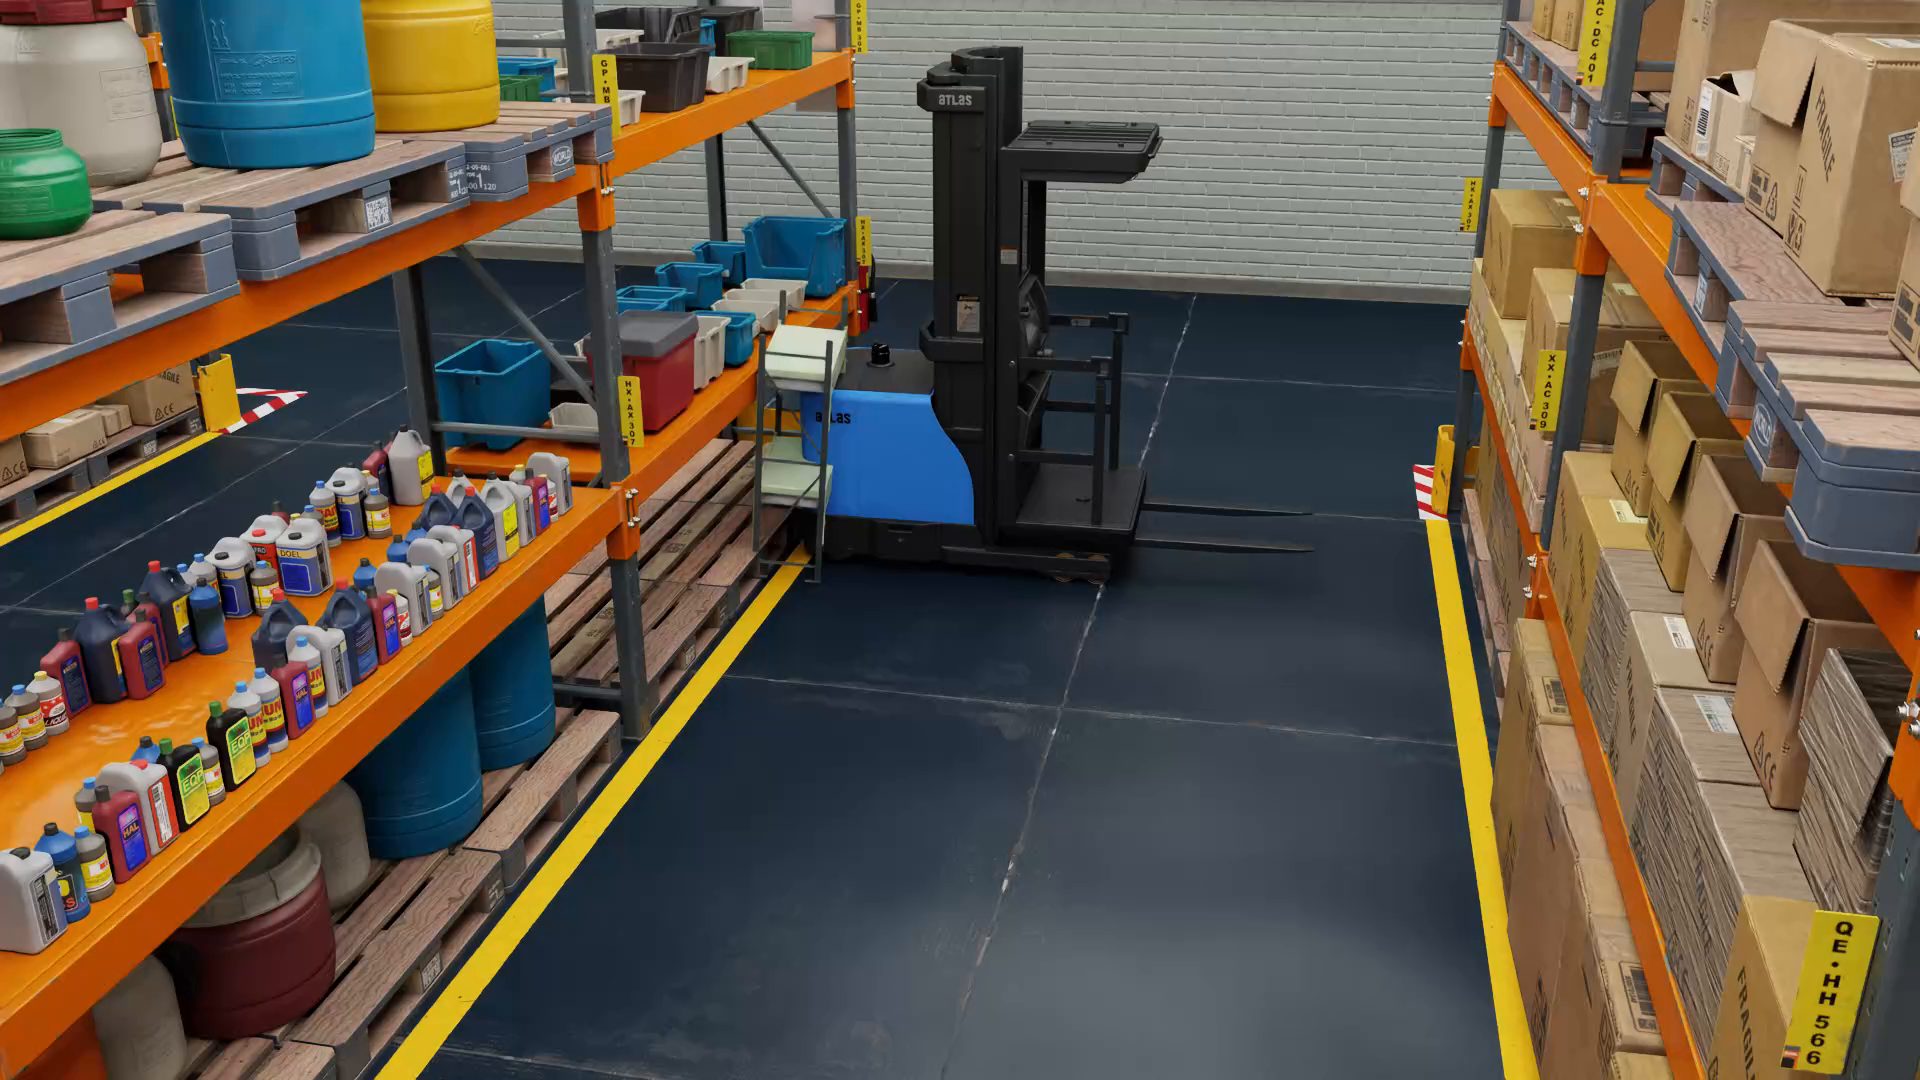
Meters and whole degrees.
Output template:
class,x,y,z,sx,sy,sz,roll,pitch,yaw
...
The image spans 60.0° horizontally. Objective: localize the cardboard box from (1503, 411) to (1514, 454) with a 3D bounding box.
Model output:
class,x,y,z,sx,sy,sz,roll,pitch,yaw
cardboard box,2.802,-0.502,7.921,0.380,0.149,0.250,5,22,12

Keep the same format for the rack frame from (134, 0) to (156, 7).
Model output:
class,x,y,z,sx,sy,sz,roll,pitch,yaw
rack frame,-6.030,-5.108,10.990,1.000,3.000,0.127,4,22,11

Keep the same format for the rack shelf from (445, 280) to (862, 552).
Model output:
class,x,y,z,sx,sy,sz,roll,pitch,yaw
rack shelf,-1.590,-0.881,9.488,1.077,0.370,4.000,4,22,11

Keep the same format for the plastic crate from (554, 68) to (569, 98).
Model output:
class,x,y,z,sx,sy,sz,roll,pitch,yaw
plastic crate,-2.111,-2.246,8.254,0.293,0.136,0.466,4,22,11

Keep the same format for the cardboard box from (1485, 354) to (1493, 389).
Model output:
class,x,y,z,sx,sy,sz,roll,pitch,yaw
cardboard box,3.012,-0.877,8.852,0.380,0.149,0.250,4,22,10

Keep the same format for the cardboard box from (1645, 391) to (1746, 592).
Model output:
class,x,y,z,sx,sy,sz,roll,pitch,yaw
cardboard box,2.577,-0.133,5.192,0.797,0.503,0.637,5,22,12

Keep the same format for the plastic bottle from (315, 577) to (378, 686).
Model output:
class,x,y,z,sx,sy,sz,roll,pitch,yaw
plastic bottle,-2.090,0.304,5.650,0.144,0.351,0.185,4,22,11

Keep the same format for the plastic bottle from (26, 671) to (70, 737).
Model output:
class,x,y,z,sx,sy,sz,roll,pitch,yaw
plastic bottle,-2.922,0.517,5.320,0.097,0.201,0.097,0,22,0

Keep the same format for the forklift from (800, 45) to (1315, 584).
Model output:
class,x,y,z,sx,sy,sz,roll,pitch,yaw
forklift,0.619,-1.316,9.699,3.031,2.935,1.130,4,22,10

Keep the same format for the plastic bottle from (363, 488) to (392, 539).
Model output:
class,x,y,z,sx,sy,sz,roll,pitch,yaw
plastic bottle,-2.414,-0.114,6.888,0.097,0.201,0.097,0,22,0

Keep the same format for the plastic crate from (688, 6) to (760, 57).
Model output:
class,x,y,z,sx,sy,sz,roll,pitch,yaw
plastic crate,-1.533,-3.157,10.337,0.497,0.269,0.590,4,22,11

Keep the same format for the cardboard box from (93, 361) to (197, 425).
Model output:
class,x,y,z,sx,sy,sz,roll,pitch,yaw
cardboard box,-5.900,-1.152,11.955,0.500,0.500,0.500,4,22,11

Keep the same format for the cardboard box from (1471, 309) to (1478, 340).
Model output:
class,x,y,z,sx,sy,sz,roll,pitch,yaw
cardboard box,3.221,-1.253,9.786,0.380,0.149,0.250,4,22,10

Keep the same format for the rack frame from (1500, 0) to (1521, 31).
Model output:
class,x,y,z,sx,sy,sz,roll,pitch,yaw
rack frame,3.667,-4.351,9.112,1.000,3.000,0.127,4,22,11

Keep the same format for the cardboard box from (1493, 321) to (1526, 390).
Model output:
class,x,y,z,sx,sy,sz,roll,pitch,yaw
cardboard box,2.998,-0.916,8.417,0.500,0.250,0.500,4,22,10

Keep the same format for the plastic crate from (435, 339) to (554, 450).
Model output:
class,x,y,z,sx,sy,sz,roll,pitch,yaw
plastic crate,-2.237,-0.700,8.018,0.392,0.384,0.575,4,22,11

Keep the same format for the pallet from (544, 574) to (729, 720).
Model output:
class,x,y,z,sx,sy,sz,roll,pitch,yaw
pallet,-1.886,0.539,8.734,1.003,0.211,1.213,4,22,11

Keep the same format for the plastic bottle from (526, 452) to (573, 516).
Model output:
class,x,y,z,sx,sy,sz,roll,pitch,yaw
plastic bottle,-1.762,-0.257,7.142,0.152,0.276,0.135,4,22,11

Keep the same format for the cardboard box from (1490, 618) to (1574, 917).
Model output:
class,x,y,z,sx,sy,sz,roll,pitch,yaw
cardboard box,2.740,0.921,6.334,1.225,0.875,0.875,5,22,11

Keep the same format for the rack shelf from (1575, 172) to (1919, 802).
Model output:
class,x,y,z,sx,sy,sz,roll,pitch,yaw
rack shelf,2.443,-0.432,4.358,1.077,0.370,4.000,4,22,11

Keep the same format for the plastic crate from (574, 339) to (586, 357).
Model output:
class,x,y,z,sx,sy,sz,roll,pitch,yaw
plastic crate,-1.937,-1.048,9.214,0.293,0.136,0.466,4,22,11

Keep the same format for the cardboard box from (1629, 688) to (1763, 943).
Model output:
class,x,y,z,sx,sy,sz,roll,pitch,yaw
cardboard box,2.103,0.740,4.368,0.500,0.500,0.500,4,22,9

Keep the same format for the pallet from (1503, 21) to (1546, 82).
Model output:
class,x,y,z,sx,sy,sz,roll,pitch,yaw
pallet,3.526,-2.647,9.013,1.003,0.211,1.213,4,22,11

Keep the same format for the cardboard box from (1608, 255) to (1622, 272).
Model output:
class,x,y,z,sx,sy,sz,roll,pitch,yaw
cardboard box,3.825,-1.786,9.573,0.500,0.500,0.500,5,22,12

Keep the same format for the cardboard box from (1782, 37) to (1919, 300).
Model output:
class,x,y,z,sx,sy,sz,roll,pitch,yaw
cardboard box,2.179,-0.826,3.678,0.500,0.500,0.500,6,23,14

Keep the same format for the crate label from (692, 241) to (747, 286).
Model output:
class,x,y,z,sx,sy,sz,roll,pitch,yaw
crate label,-1.554,-1.831,11.028,0.416,0.233,0.303,4,22,11

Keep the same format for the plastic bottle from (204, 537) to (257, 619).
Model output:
class,x,y,z,sx,sy,sz,roll,pitch,yaw
plastic bottle,-2.702,0.138,6.161,0.152,0.276,0.135,4,22,11

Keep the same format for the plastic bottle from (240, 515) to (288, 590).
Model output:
class,x,y,z,sx,sy,sz,roll,pitch,yaw
plastic bottle,-2.654,0.053,6.372,0.152,0.276,0.135,4,22,11

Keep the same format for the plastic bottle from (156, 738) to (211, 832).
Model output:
class,x,y,z,sx,sy,sz,roll,pitch,yaw
plastic bottle,-2.243,0.686,4.792,0.061,0.283,0.133,4,22,11

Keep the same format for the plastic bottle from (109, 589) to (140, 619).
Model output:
class,x,y,z,sx,sy,sz,roll,pitch,yaw
plastic bottle,-2.851,0.319,5.702,0.061,0.283,0.133,4,22,11

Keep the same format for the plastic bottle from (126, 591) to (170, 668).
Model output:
class,x,y,z,sx,sy,sz,roll,pitch,yaw
plastic bottle,-2.792,0.324,5.691,0.061,0.283,0.133,4,22,11

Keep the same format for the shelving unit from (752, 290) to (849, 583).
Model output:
class,x,y,z,sx,sy,sz,roll,pitch,yaw
shelving unit,-0.931,-0.602,9.687,0.431,1.500,0.755,6,27,1

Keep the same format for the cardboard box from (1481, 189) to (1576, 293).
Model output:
class,x,y,z,sx,sy,sz,roll,pitch,yaw
cardboard box,3.203,-1.647,9.226,0.500,0.500,0.500,4,22,10

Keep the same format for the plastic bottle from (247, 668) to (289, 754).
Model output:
class,x,y,z,sx,sy,sz,roll,pitch,yaw
plastic bottle,-2.170,0.528,5.201,0.097,0.271,0.097,0,22,0

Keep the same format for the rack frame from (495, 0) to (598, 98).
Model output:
class,x,y,z,sx,sy,sz,roll,pitch,yaw
rack frame,-1.998,-3.266,6.417,1.000,3.000,0.127,4,22,11

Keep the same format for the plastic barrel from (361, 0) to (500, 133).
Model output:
class,x,y,z,sx,sy,sz,roll,pitch,yaw
plastic barrel,-1.986,-1.807,5.997,0.600,0.588,0.600,0,22,0

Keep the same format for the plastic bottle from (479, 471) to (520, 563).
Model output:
class,x,y,z,sx,sy,sz,roll,pitch,yaw
plastic bottle,-1.865,-0.099,6.650,0.144,0.351,0.185,4,22,11

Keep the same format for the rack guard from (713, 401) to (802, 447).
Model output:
class,x,y,z,sx,sy,sz,roll,pitch,yaw
rack guard,-1.190,-0.796,11.661,1.175,0.500,0.348,4,22,11

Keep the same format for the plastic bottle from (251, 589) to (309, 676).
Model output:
class,x,y,z,sx,sy,sz,roll,pitch,yaw
plastic bottle,-2.266,0.341,5.557,0.144,0.351,0.185,4,22,11

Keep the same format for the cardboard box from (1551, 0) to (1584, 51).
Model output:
class,x,y,z,sx,sy,sz,roll,pitch,yaw
cardboard box,3.322,-2.664,8.107,0.700,0.500,0.500,3,22,7

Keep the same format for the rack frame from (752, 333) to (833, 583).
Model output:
class,x,y,z,sx,sy,sz,roll,pitch,yaw
rack frame,-0.951,-0.434,9.362,0.400,1.500,0.023,6,27,1

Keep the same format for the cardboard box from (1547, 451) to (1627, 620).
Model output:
class,x,y,z,sx,sy,sz,roll,pitch,yaw
cardboard box,2.512,-0.003,6.211,0.500,0.500,0.500,5,22,11

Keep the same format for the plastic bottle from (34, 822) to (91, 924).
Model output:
class,x,y,z,sx,sy,sz,roll,pitch,yaw
plastic bottle,-2.359,0.866,4.361,0.097,0.271,0.097,0,22,0

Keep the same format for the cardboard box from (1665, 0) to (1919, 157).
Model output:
class,x,y,z,sx,sy,sz,roll,pitch,yaw
cardboard box,2.742,-1.525,5.414,0.700,0.500,0.500,5,22,12

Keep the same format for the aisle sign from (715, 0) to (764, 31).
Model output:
class,x,y,z,sx,sy,sz,roll,pitch,yaw
aisle sign,-1.458,-3.201,10.806,0.394,0.787,0.004,4,22,11

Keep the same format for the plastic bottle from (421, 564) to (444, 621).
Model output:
class,x,y,z,sx,sy,sz,roll,pitch,yaw
plastic bottle,-1.964,0.190,6.133,0.097,0.201,0.097,0,22,0

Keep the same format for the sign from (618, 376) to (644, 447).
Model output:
class,x,y,z,sx,sy,sz,roll,pitch,yaw
sign,-1.460,-0.569,7.380,0.100,0.325,0.005,4,22,11

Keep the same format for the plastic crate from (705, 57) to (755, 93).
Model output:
class,x,y,z,sx,sy,sz,roll,pitch,yaw
plastic crate,-1.360,-2.440,8.736,0.437,0.136,0.530,4,22,11

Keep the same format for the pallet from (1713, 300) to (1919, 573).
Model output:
class,x,y,z,sx,sy,sz,roll,pitch,yaw
pallet,2.114,-0.186,3.038,1.213,0.211,1.003,6,23,13

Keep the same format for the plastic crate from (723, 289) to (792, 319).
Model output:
class,x,y,z,sx,sy,sz,roll,pitch,yaw
plastic crate,-1.244,-1.434,10.173,0.396,0.136,0.243,4,22,11

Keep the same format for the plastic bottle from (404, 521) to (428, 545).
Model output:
class,x,y,z,sx,sy,sz,roll,pitch,yaw
plastic bottle,-2.065,0.061,6.360,0.097,0.271,0.097,0,22,0

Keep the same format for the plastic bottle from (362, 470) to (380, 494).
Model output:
class,x,y,z,sx,sy,sz,roll,pitch,yaw
plastic bottle,-2.523,-0.197,7.093,0.097,0.201,0.097,0,22,0

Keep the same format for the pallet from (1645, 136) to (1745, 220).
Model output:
class,x,y,z,sx,sy,sz,roll,pitch,yaw
pallet,2.712,-1.069,5.234,0.805,0.209,1.217,4,22,9

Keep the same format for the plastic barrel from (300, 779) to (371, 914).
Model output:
class,x,y,z,sx,sy,sz,roll,pitch,yaw
plastic barrel,-2.473,1.133,6.294,0.421,0.512,0.421,0,22,0

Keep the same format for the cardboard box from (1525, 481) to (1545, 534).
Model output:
class,x,y,z,sx,sy,sz,roll,pitch,yaw
cardboard box,2.592,-0.125,6.986,0.380,0.149,0.250,5,22,11

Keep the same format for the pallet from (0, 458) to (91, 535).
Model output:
class,x,y,z,sx,sy,sz,roll,pitch,yaw
pallet,-6.458,-0.267,10.734,1.003,0.211,1.213,4,22,11

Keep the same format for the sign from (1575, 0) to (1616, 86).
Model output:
class,x,y,z,sx,sy,sz,roll,pitch,yaw
sign,2.307,-1.815,6.032,0.100,0.325,0.005,4,22,11

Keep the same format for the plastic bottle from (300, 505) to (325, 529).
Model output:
class,x,y,z,sx,sy,sz,roll,pitch,yaw
plastic bottle,-2.610,-0.041,6.706,0.097,0.201,0.097,0,22,0
